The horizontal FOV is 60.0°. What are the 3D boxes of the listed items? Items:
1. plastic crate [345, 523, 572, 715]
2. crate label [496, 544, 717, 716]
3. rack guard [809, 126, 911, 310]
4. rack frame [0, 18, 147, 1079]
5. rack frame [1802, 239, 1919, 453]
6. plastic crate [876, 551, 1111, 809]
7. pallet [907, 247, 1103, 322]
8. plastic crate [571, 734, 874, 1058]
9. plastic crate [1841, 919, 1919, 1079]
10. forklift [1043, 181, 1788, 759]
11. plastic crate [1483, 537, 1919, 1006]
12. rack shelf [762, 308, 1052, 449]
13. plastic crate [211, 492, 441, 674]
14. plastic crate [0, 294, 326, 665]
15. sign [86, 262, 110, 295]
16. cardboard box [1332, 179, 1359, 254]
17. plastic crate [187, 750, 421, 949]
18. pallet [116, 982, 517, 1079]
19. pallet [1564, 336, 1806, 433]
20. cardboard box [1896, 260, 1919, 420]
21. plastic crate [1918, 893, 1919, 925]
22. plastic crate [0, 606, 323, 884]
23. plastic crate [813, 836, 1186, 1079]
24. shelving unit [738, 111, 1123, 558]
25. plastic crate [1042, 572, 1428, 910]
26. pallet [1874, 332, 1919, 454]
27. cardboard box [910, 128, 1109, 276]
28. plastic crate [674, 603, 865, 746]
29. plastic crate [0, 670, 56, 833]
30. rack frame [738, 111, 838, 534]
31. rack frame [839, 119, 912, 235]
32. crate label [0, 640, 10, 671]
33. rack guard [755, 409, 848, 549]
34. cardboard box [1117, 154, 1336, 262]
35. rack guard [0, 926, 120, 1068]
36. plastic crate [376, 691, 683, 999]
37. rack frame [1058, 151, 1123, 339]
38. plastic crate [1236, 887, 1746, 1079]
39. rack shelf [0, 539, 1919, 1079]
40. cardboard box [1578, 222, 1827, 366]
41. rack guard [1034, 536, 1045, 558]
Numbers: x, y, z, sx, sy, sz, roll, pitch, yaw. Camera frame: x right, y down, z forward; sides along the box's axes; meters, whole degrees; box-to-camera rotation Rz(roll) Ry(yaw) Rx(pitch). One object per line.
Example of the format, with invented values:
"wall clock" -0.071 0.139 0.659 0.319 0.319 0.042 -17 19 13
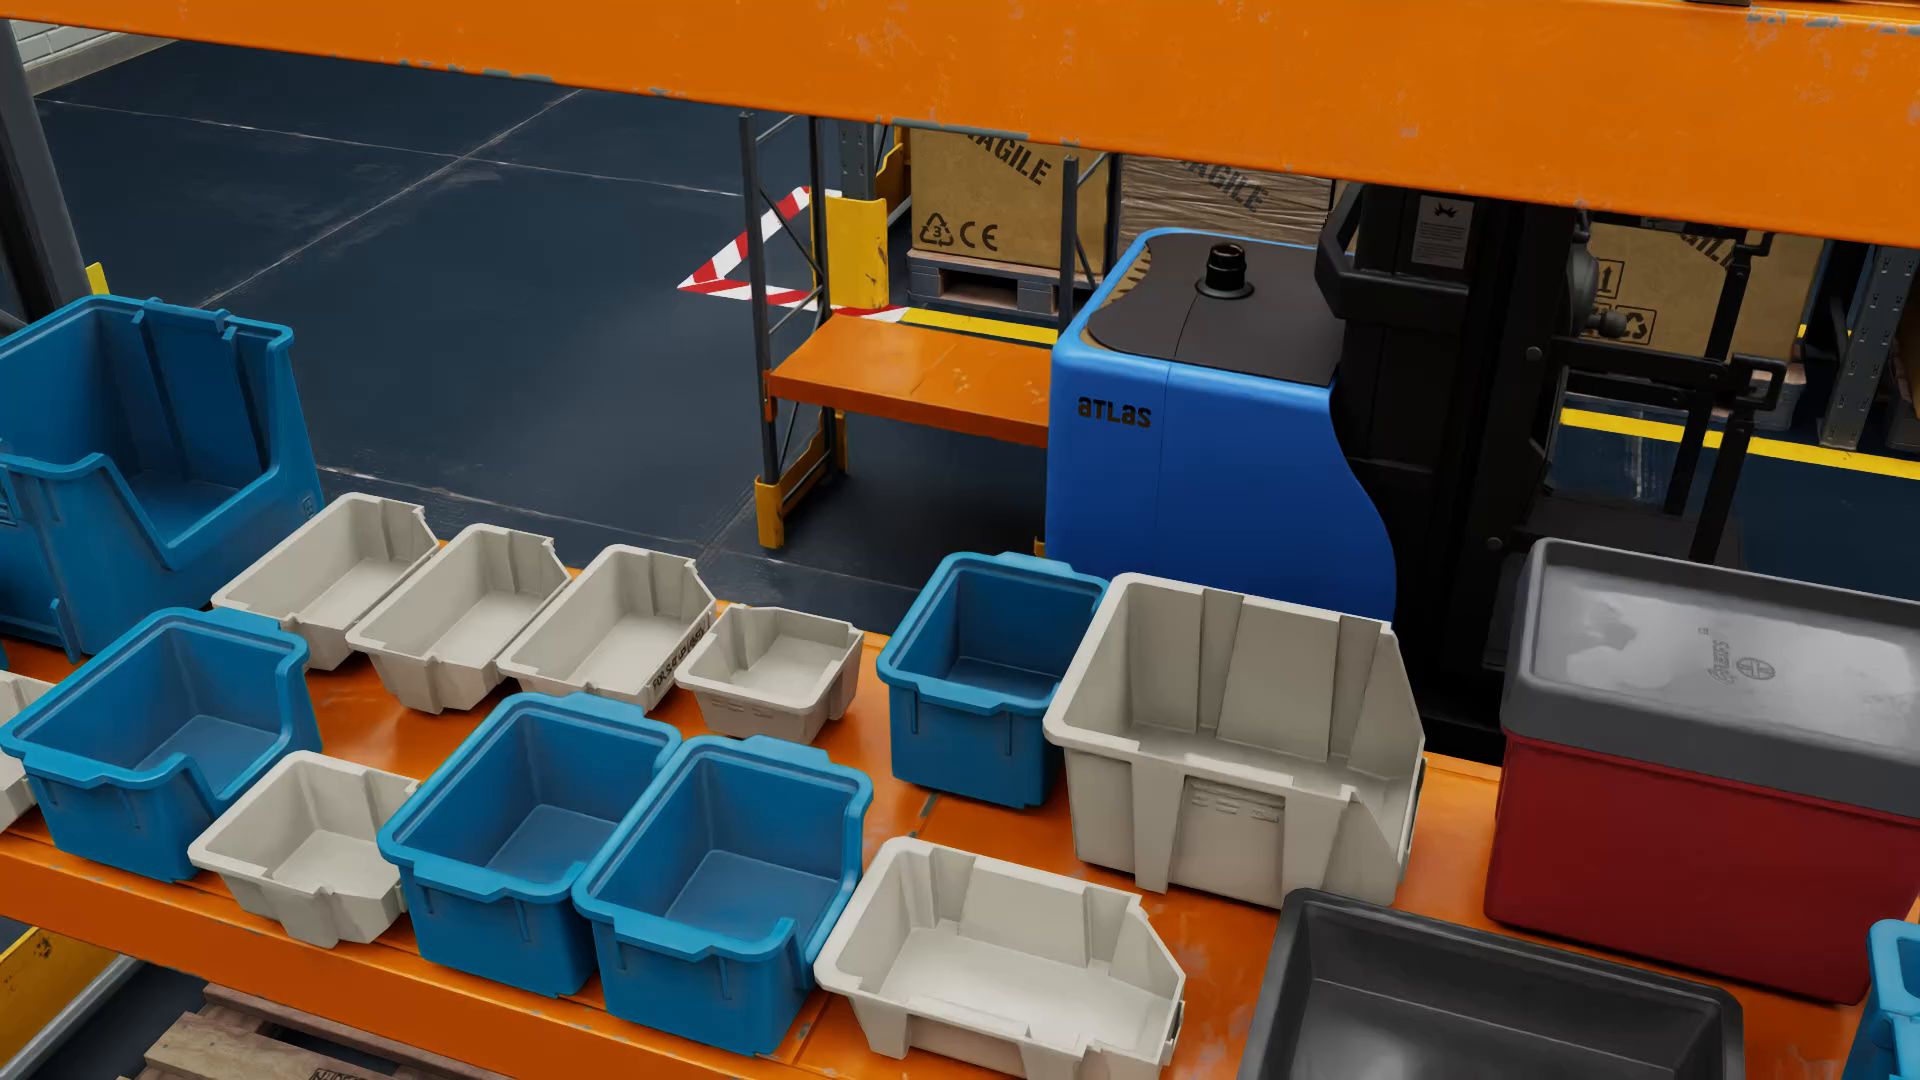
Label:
"plastic crate" -0.861 0.146 2.947 0.243 0.136 0.396 11 34 16
"crate label" -0.590 0.184 2.887 0.243 0.136 0.396 11 34 16
"rack guard" -0.309 -1.541 7.675 0.348 0.500 1.175 11 34 16
"rack frame" -1.957 -0.057 3.073 0.127 3.000 1.000 11 34 16
"rack frame" 3.479 -1.854 5.857 0.127 3.000 1.000 11 34 16
"plastic crate" 0.062 0.233 2.723 0.300 0.233 0.416 11 34 16
"pallet" 0.493 -1.308 7.582 1.213 0.211 1.003 11 34 16
"plastic crate" -0.314 0.497 2.314 0.300 0.233 0.416 11 34 16
"plastic crate" 1.253 0.745 1.790 0.575 0.384 0.392 11 34 16
"forklift" 1.810 -0.817 4.313 3.031 2.935 1.130 12 35 18
"plastic crate" 1.052 0.331 2.357 0.583 0.464 0.402 11 34 16
"rack shelf" -0.080 -0.501 5.474 1.000 0.185 0.538 12 35 18
"plastic crate" -1.129 0.085 3.040 0.243 0.136 0.396 11 34 16
"plastic crate" -1.579 -0.131 3.100 0.499 0.435 0.616 11 34 16
"sign" -1.787 -0.410 3.469 0.005 0.325 0.100 11 34 16
"cardboard box" 2.037 -1.464 6.824 0.875 0.875 0.875 11 34 16
"plastic crate" -0.924 0.467 2.449 0.298 0.136 0.250 11 34 16
"pallet" -1.194 1.285 3.565 1.213 0.211 1.003 11 34 16
"pallet" 2.790 -0.862 6.890 1.213 0.211 1.003 11 34 16
"cardboard box" 4.088 -1.031 6.153 0.875 0.875 1.225 11 34 17
"plastic crate" 1.418 0.602 2.240 0.243 0.136 0.396 11 34 16
"plastic crate" -1.216 0.322 2.585 0.300 0.233 0.416 11 34 16
"plastic crate" 0.067 0.595 2.251 0.466 0.136 0.293 11 34 16
"shelving unit" -0.089 -0.654 5.379 1.083 1.500 0.587 12 35 18
"plastic crate" 0.433 0.326 2.534 0.530 0.282 0.437 11 34 16
"pallet" 4.231 -0.580 6.454 1.213 0.211 1.003 11 34 16
"cardboard box" 0.343 -1.794 7.335 0.875 0.875 0.875 11 34 16
"plastic crate" -0.305 0.229 2.818 0.250 0.136 0.298 11 34 16
"plastic crate" -1.562 0.343 2.642 0.298 0.136 0.250 11 34 16
"rack frame" -0.554 -0.752 5.532 0.032 1.500 0.500 12 35 18
"rack frame" -0.287 -2.586 6.990 0.127 3.000 1.000 11 34 16
"crate label" -1.836 0.201 2.772 0.303 0.233 0.416 11 34 16
"rack guard" -0.553 -0.227 5.871 0.087 0.250 0.587 12 35 18
"cardboard box" 1.200 -1.627 7.077 0.875 0.875 0.875 11 34 16
"rack guard" -1.984 0.995 3.748 0.348 0.500 1.175 11 34 16
"plastic crate" -0.597 0.442 2.399 0.300 0.233 0.416 11 34 16
"rack frame" 0.393 -0.551 5.221 0.032 1.500 0.500 12 35 18
"plastic crate" 0.664 0.698 2.103 0.590 0.125 0.437 11 34 16
"rack shelf" -0.075 0.611 2.701 4.000 0.370 1.077 11 34 16
"cardboard box" 2.885 -1.300 6.569 0.875 0.875 0.875 11 34 16
"rack guard" 0.375 -0.030 5.566 0.087 0.250 0.587 12 35 18
